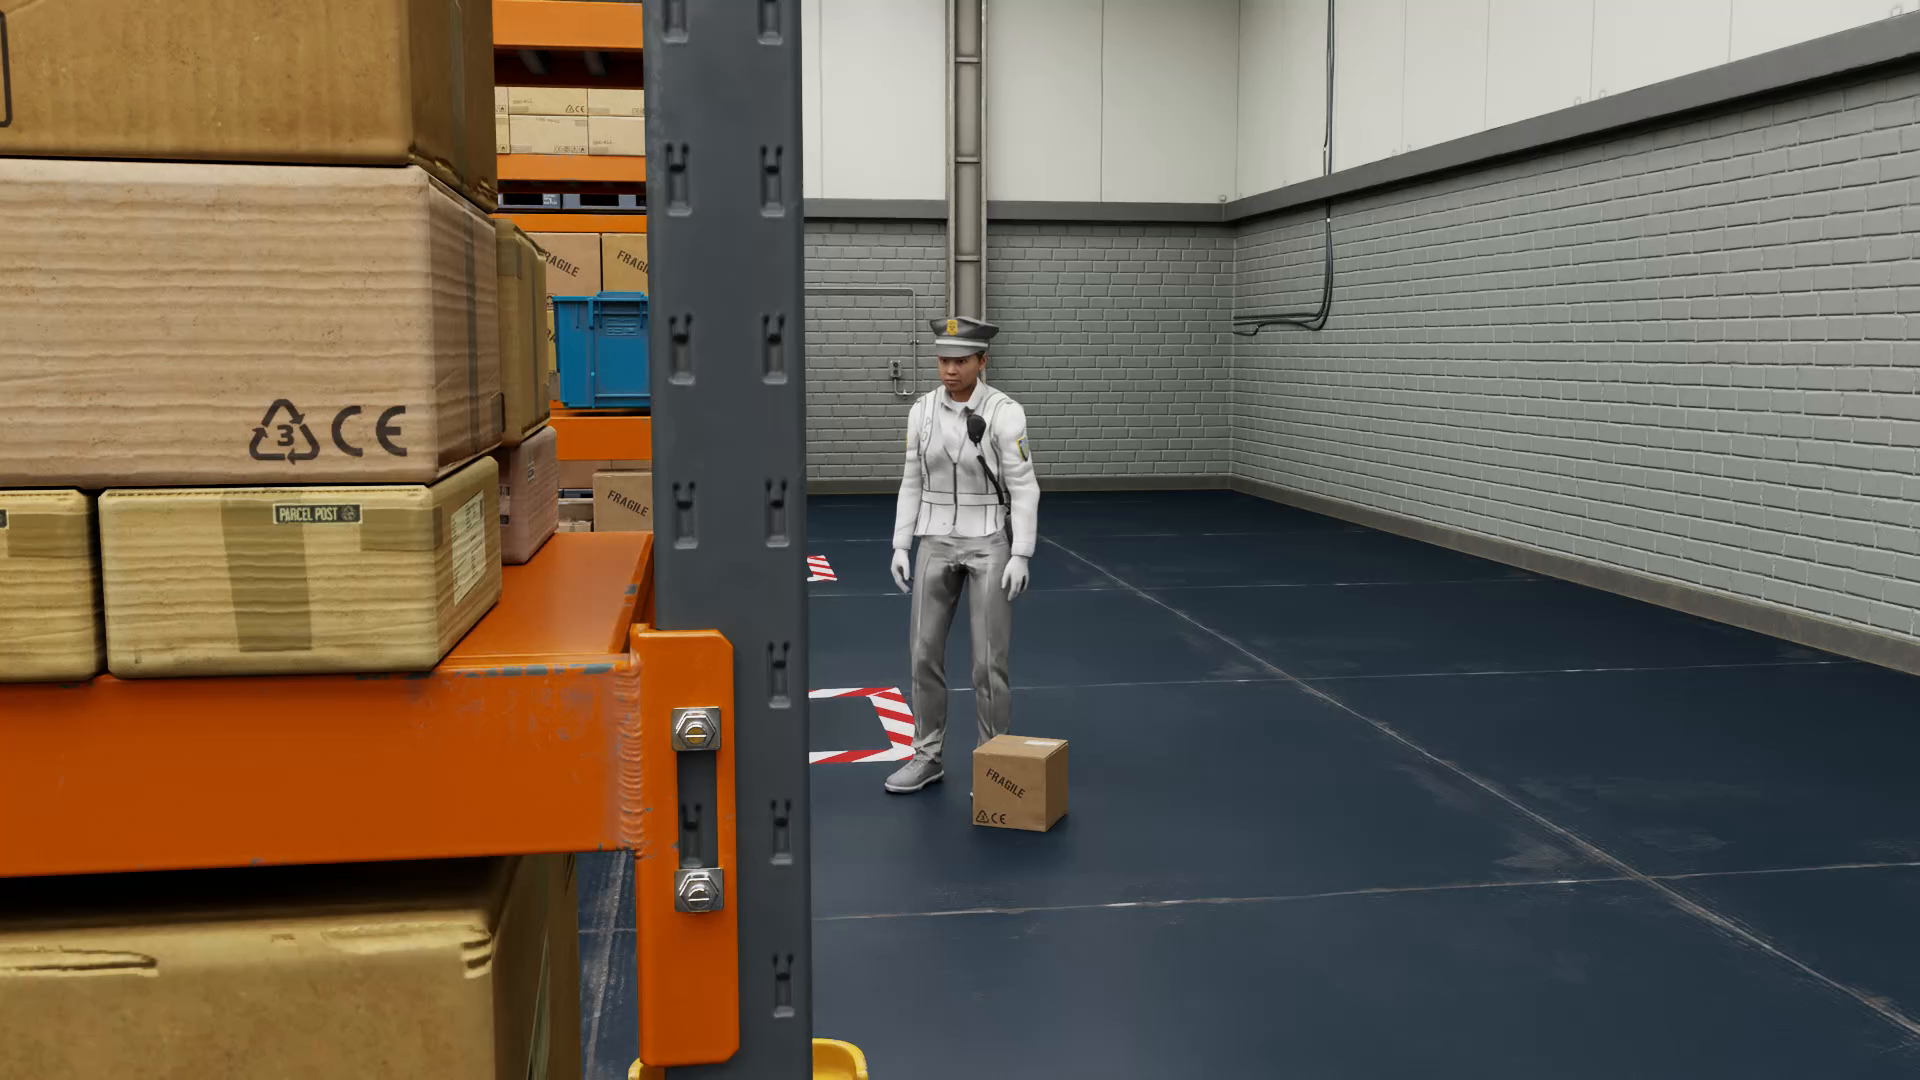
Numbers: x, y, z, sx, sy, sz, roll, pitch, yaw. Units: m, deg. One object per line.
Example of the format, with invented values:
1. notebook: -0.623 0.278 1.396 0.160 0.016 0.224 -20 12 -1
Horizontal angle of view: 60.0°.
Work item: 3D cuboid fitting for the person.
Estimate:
1. person: 0.014 0.058 5.821 0.530 1.663 0.371 3 7 22
